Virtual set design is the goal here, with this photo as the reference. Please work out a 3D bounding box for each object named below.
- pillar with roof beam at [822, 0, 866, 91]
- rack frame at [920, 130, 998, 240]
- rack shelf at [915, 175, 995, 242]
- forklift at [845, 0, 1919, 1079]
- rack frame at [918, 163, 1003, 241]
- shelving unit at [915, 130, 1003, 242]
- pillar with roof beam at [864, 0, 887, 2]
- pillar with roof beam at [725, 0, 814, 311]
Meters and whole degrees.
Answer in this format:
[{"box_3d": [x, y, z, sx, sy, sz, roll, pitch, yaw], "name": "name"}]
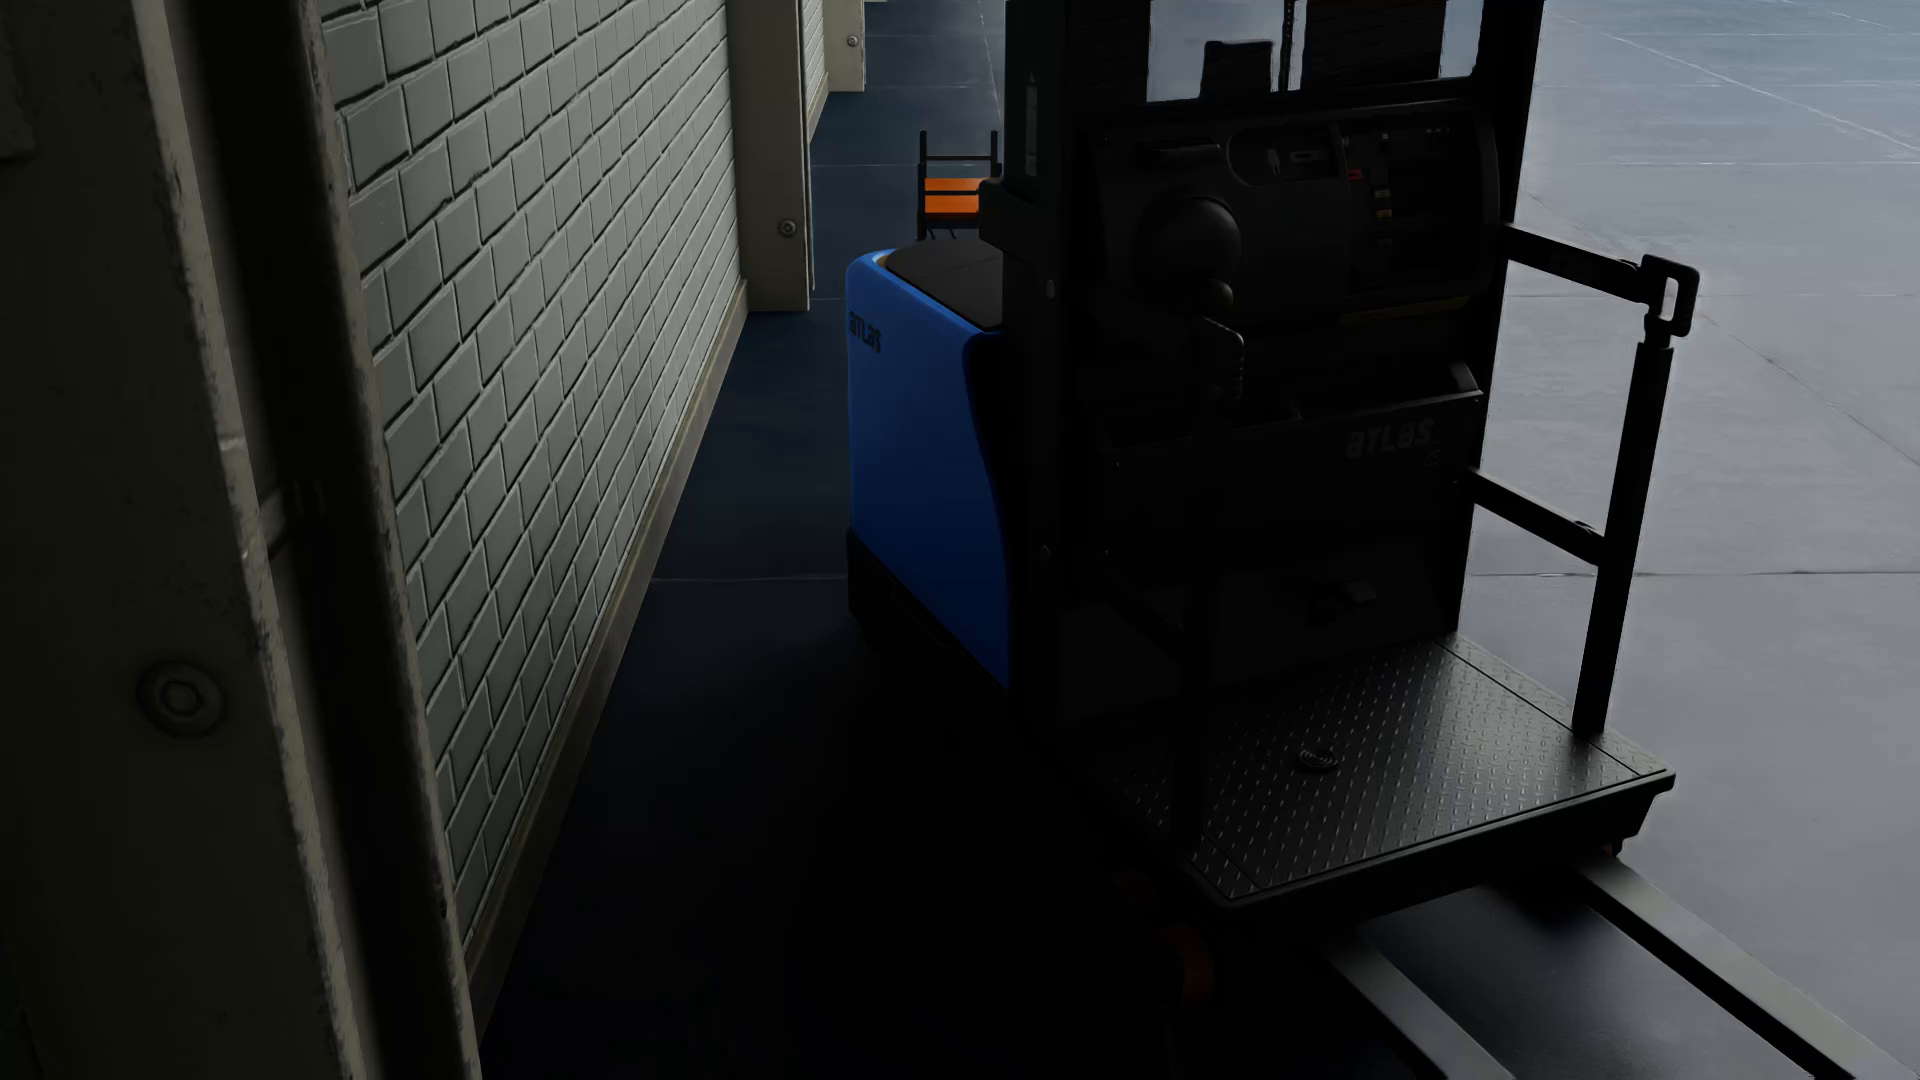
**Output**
[{"box_3d": [3.395, -7.713, 11.383, 9.100, 9.000, 0.400, 0, 24, -1], "name": "pillar with roof beam"}, {"box_3d": [-0.004, -0.715, 5.376, 0.240, 1.200, 0.015, 0, 24, -1], "name": "rack frame"}, {"box_3d": [-0.002, -0.973, 4.992, 0.258, 0.148, 0.480, 0, 24, -1], "name": "rack shelf"}, {"box_3d": [0.761, -0.627, 3.079, 1.130, 2.935, 3.031, -11, 26, -22], "name": "forklift"}, {"box_3d": [0.001, -0.514, 4.931, 0.240, 1.200, 0.015, 0, 24, -1], "name": "rack frame"}, {"box_3d": [-0.002, -0.615, 5.154, 0.258, 1.200, 0.503, 0, 24, -1], "name": "shelving unit"}, {"box_3d": [3.329, -10.185, 16.849, 9.100, 9.000, 0.400, 0, 24, -1], "name": "pillar with roof beam"}, {"box_3d": [3.460, -5.240, 5.916, 9.100, 9.000, 0.400, 0, 24, -1], "name": "pillar with roof beam"}]
